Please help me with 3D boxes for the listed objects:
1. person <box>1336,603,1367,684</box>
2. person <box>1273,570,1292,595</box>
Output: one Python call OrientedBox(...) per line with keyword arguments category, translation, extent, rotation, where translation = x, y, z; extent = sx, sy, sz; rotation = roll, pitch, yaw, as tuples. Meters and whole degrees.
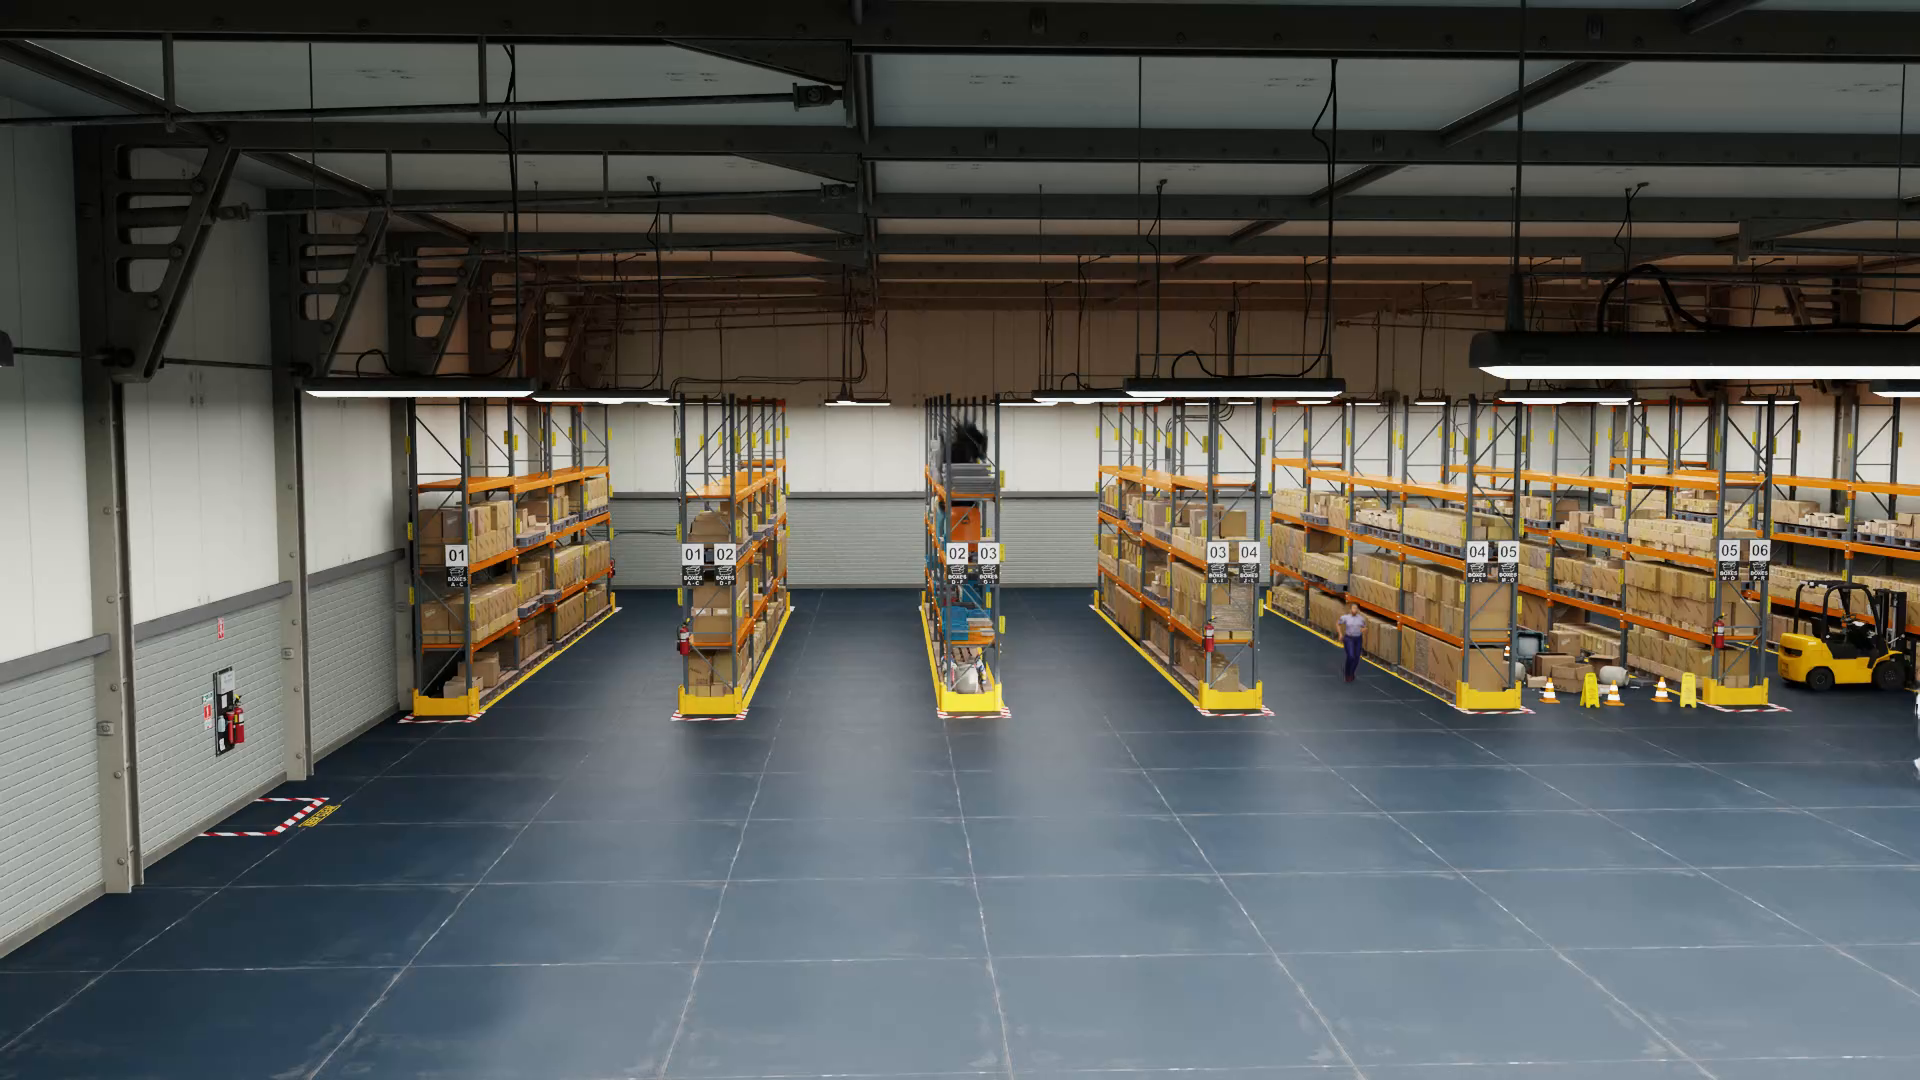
OrientedBox(category="person", translation=(8.227, 2.162, 34.811), extent=(0.575, 1.689, 0.699), rotation=(-1, 5, -8))
OrientedBox(category="person", translation=(9.477, 1.026, 49.125), extent=(0.732, 1.652, 0.702), rotation=(1, 5, 16))
